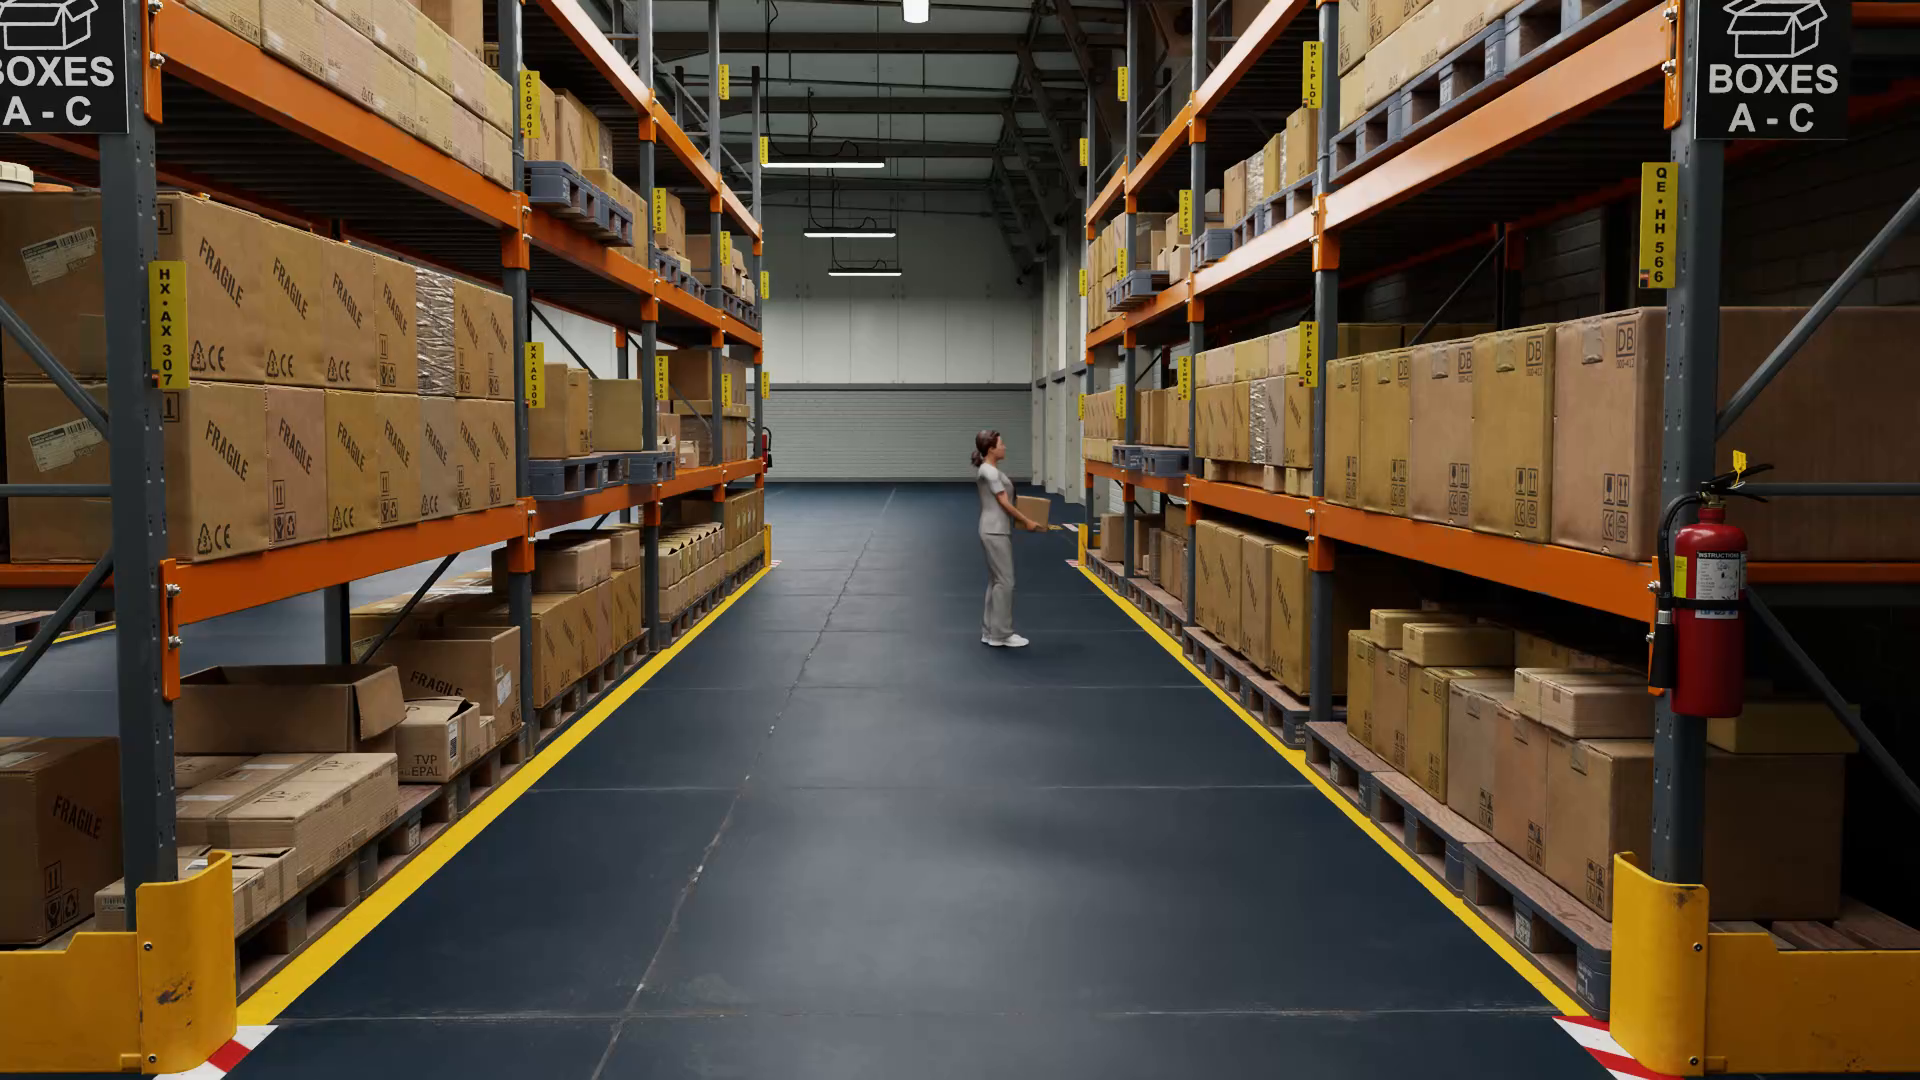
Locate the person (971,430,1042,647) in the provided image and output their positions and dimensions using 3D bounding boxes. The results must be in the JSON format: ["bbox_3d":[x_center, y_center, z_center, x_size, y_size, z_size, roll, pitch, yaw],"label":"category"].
[{"bbox_3d":[0.352,-0.019,12.834,0.556,1.665,0.436,0,4,0],"label":"person"}]
